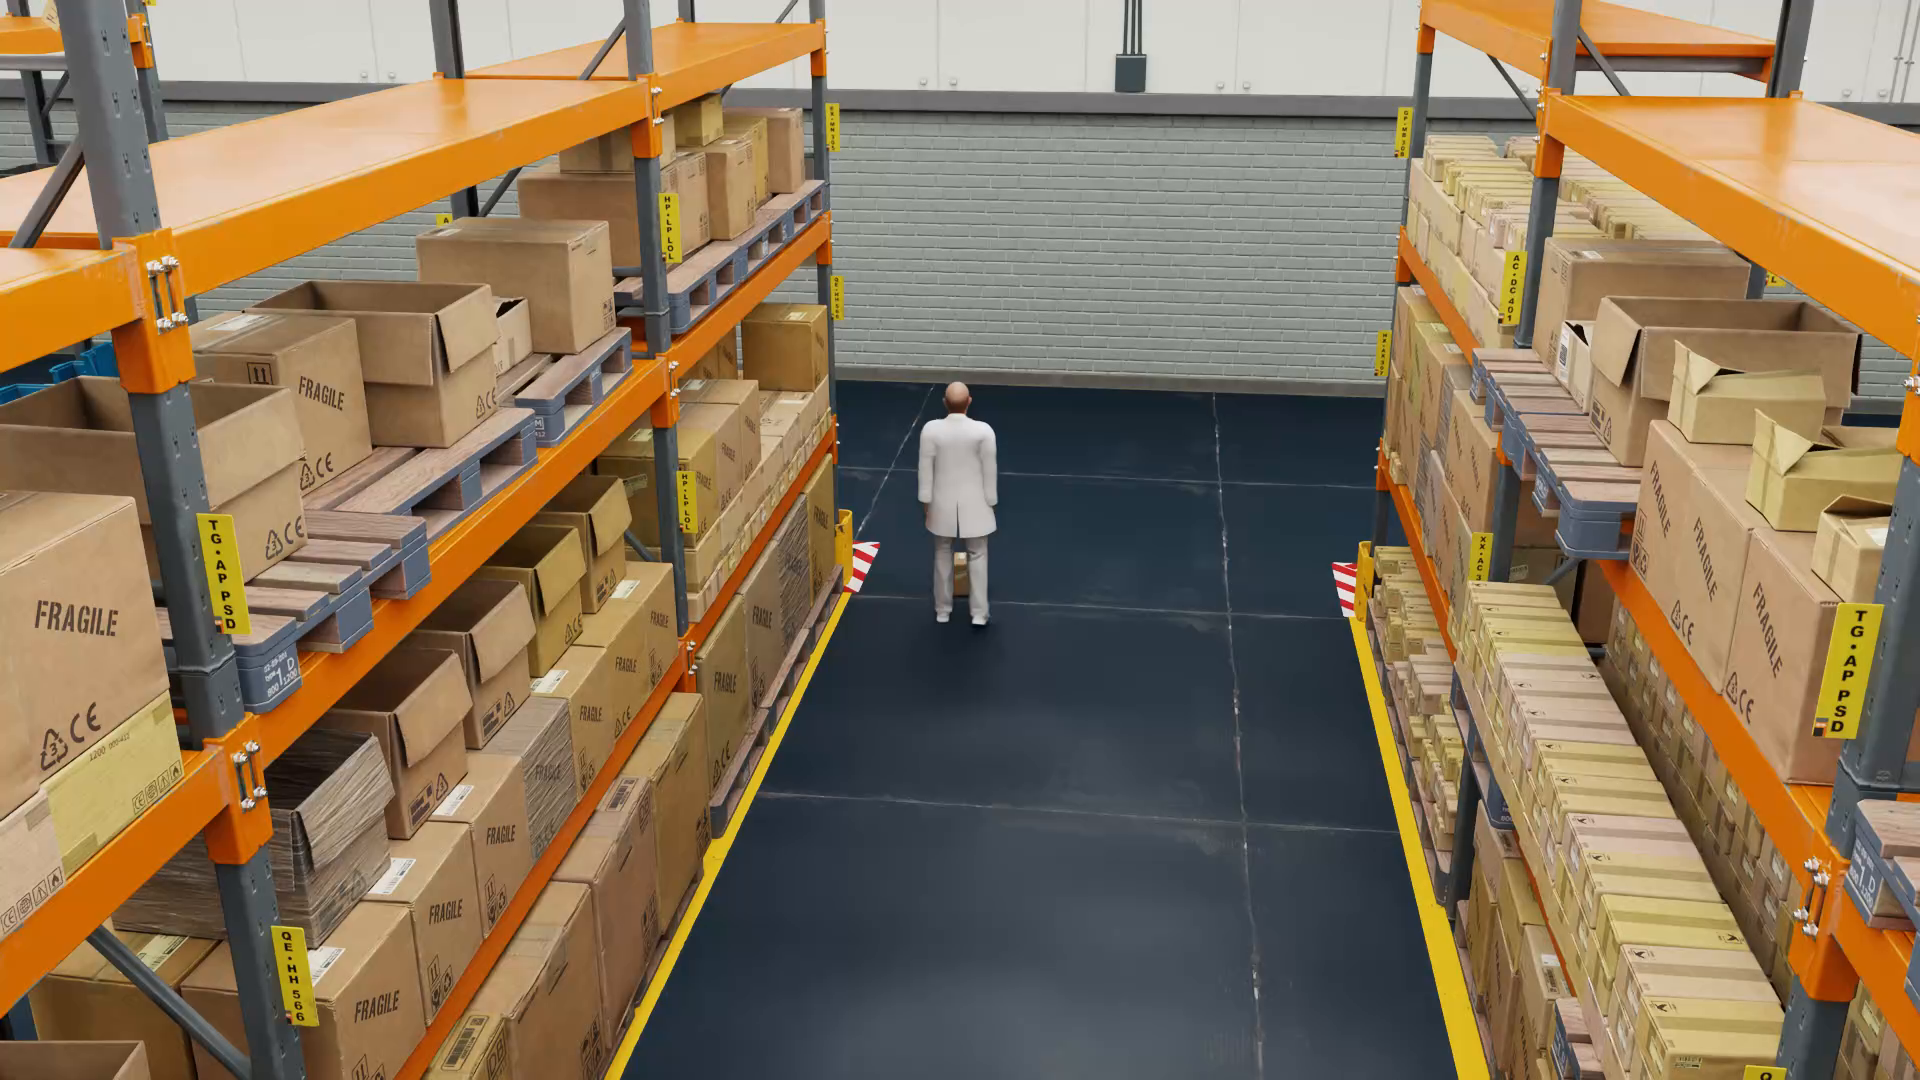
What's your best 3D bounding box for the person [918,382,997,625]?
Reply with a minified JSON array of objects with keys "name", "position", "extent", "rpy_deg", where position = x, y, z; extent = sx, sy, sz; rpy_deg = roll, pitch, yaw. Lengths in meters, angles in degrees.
[{"name":"person","position":[-0.016,-0.252,11.825],"extent":[0.566,1.818,0.438],"rpy_deg":[3,21,7]}]
